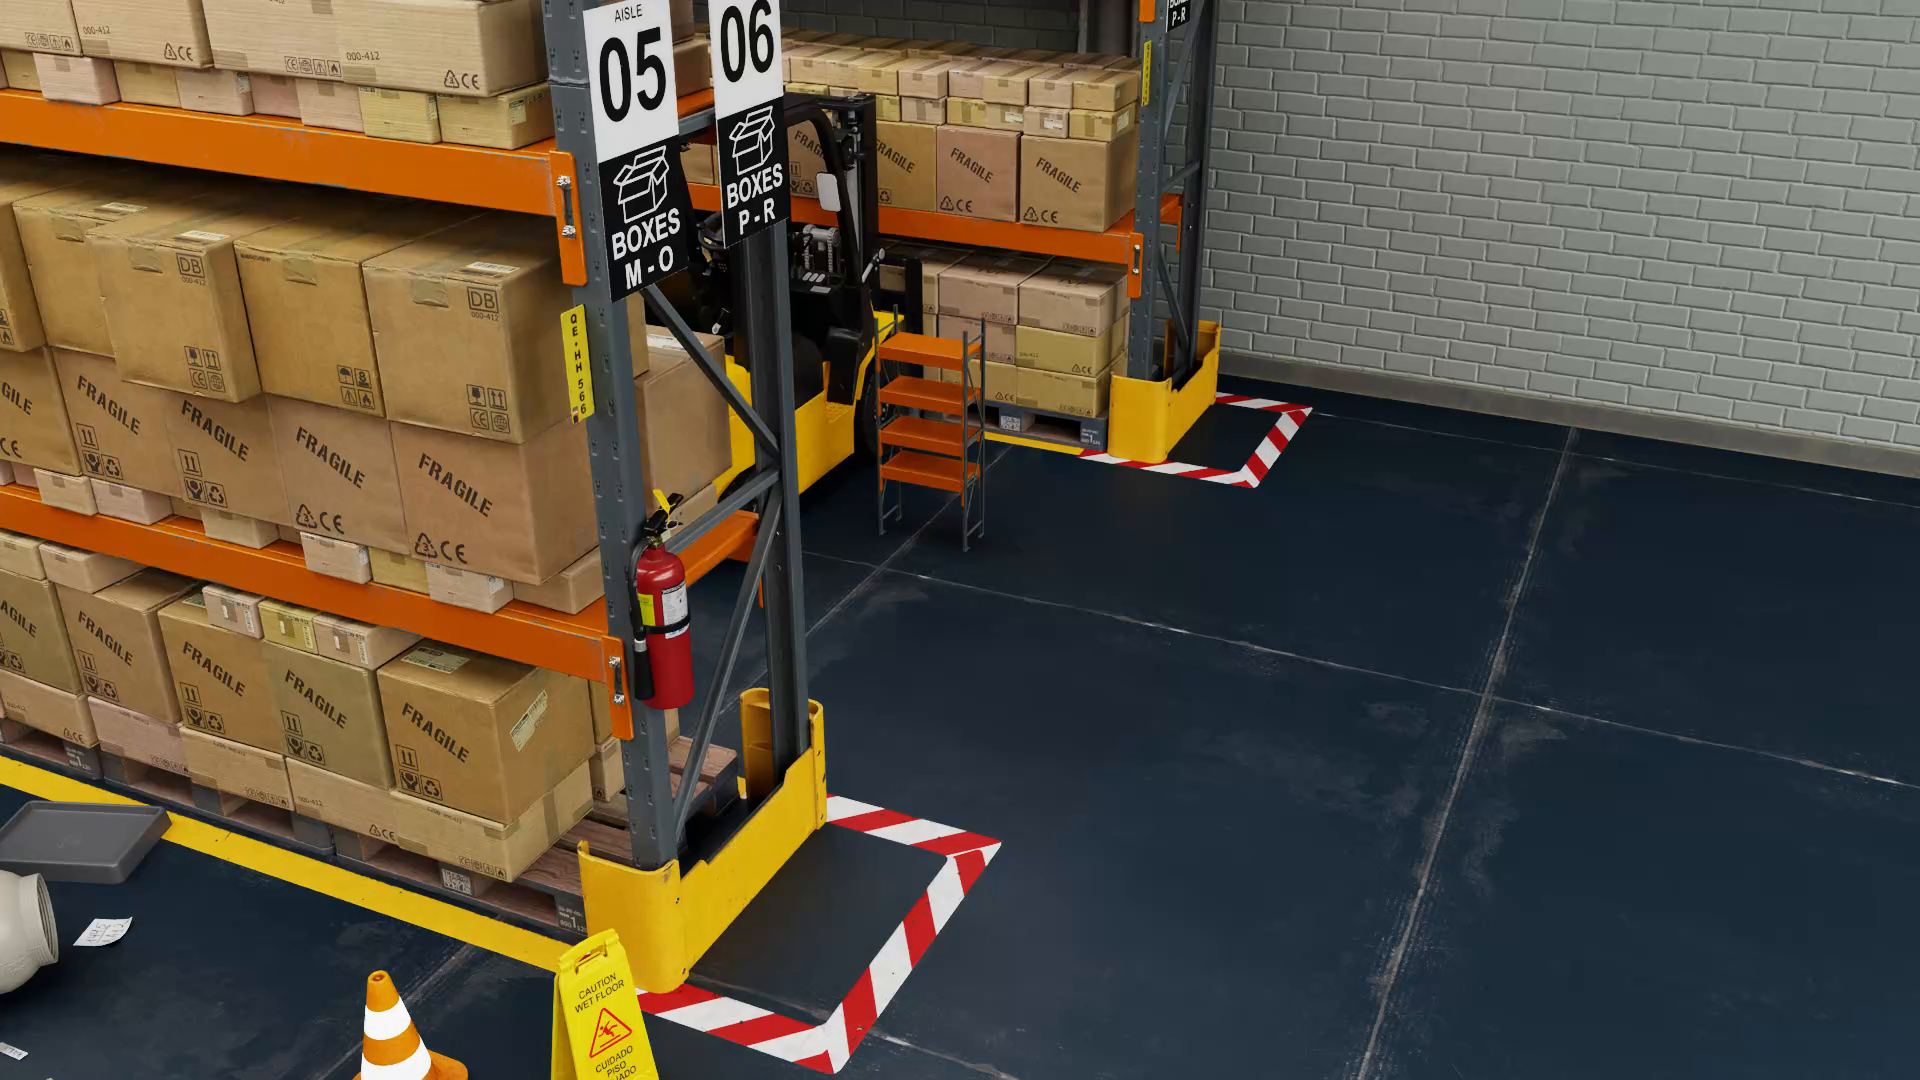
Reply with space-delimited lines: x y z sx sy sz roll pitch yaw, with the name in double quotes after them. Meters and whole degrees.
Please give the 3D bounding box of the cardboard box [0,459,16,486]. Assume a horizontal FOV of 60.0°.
-3.600 -0.364 6.377 0.250 0.149 0.380 12 29 23 "cardboard box"

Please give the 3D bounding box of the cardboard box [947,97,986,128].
0.114 -2.492 9.569 0.250 0.149 0.380 11 28 21 "cardboard box"

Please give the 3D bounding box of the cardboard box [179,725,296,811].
-2.623 0.762 6.444 0.500 0.250 0.500 10 28 20 "cardboard box"

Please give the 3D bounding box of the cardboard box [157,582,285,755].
-2.599 0.425 6.278 0.500 0.500 0.500 11 28 21 "cardboard box"

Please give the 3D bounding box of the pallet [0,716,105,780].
-3.844 0.576 7.342 1.213 0.211 1.003 11 28 22 "pallet"

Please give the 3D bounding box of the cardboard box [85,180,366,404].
-2.349 -0.832 5.463 0.500 0.500 0.700 11 28 21 "cardboard box"

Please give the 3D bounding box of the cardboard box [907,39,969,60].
-0.133 -2.947 10.155 0.250 0.149 0.380 11 28 21 "cardboard box"

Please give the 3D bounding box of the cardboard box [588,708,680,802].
-1.449 0.734 6.501 0.500 0.250 0.500 11 28 21 "cardboard box"

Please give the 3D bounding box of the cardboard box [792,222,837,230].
-0.969 -1.987 10.896 0.500 0.250 0.500 12 28 22 "cardboard box"

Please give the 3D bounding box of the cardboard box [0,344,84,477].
-3.267 -0.590 6.103 0.500 0.500 0.500 11 28 21 "cardboard box"

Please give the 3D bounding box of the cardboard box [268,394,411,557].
-1.891 -0.313 5.539 0.500 0.500 0.500 11 28 22 "cardboard box"

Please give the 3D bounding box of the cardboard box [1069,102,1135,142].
0.791 -2.336 9.251 0.250 0.149 0.380 12 29 23 "cardboard box"

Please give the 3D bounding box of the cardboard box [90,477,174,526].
-2.915 -0.212 6.069 0.250 0.149 0.380 11 28 22 "cardboard box"

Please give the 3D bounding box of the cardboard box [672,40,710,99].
-0.997 -1.477 5.242 0.250 0.149 0.380 11 28 22 "cardboard box"

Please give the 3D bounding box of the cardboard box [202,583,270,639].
-2.495 0.187 6.028 0.250 0.149 0.380 13 29 24 "cardboard box"

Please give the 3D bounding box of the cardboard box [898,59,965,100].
-0.157 -2.647 9.546 0.250 0.149 0.380 12 29 23 "cardboard box"

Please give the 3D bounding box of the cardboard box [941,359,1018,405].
0.215 -1.057 10.139 0.500 0.250 0.500 11 28 22 "cardboard box"

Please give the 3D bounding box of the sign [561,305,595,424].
-1.077 -0.494 4.689 0.005 0.325 0.100 11 28 22 "sign"

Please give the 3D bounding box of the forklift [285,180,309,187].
-3.456 -1.422 8.319 3.031 2.935 1.130 11 28 21 "forklift"

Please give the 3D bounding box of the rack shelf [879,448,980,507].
-0.151 -0.330 8.664 0.480 0.148 0.258 11 28 22 "rack shelf"

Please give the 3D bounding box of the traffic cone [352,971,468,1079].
-1.755 1.526 5.127 0.334 0.463 0.336 11 28 22 "traffic cone"

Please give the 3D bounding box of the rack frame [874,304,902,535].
-0.373 -0.613 8.637 0.015 1.200 0.240 11 28 22 "rack frame"

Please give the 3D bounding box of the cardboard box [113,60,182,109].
-2.424 -1.484 5.256 0.250 0.149 0.380 11 28 20 "cardboard box"

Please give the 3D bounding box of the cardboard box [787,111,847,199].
-0.732 -2.358 10.030 0.500 0.500 0.500 12 28 22 "cardboard box"

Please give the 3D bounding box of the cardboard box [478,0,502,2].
-1.259 -1.586 4.562 0.250 0.149 0.380 12 29 22 "cardboard box"

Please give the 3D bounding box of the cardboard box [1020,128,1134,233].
0.666 -2.078 9.462 0.500 0.500 0.500 11 28 21 "cardboard box"

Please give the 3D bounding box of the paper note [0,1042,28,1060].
-3.072 1.653 5.380 0.123 0.001 0.032 11 28 22 "paper note"

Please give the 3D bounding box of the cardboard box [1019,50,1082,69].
0.534 -2.770 9.795 0.250 0.149 0.380 12 29 23 "cardboard box"

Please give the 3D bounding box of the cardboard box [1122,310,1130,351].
0.880 -1.398 10.264 0.500 0.250 0.500 12 29 23 "cardboard box"

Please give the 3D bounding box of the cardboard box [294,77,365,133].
-1.738 -1.333 4.950 0.250 0.149 0.380 12 29 23 "cardboard box"

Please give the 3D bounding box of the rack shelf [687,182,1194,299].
-0.598 -2.092 10.418 4.000 0.370 1.077 11 28 22 "rack shelf"

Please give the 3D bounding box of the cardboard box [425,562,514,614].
-1.535 0.076 5.484 0.250 0.149 0.380 11 28 21 "cardboard box"

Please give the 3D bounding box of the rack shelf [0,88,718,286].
-2.650 -1.441 5.700 4.000 0.370 1.077 11 28 22 "rack shelf"

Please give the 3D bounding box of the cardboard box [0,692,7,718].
-4.045 0.478 7.021 0.500 0.250 0.500 10 28 19 "cardboard box"

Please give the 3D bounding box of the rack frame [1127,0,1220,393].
1.222 -2.049 9.516 0.127 3.000 1.000 11 28 22 "rack frame"

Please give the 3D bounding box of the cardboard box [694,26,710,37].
-1.546 -3.207 10.684 0.250 0.149 0.380 11 28 21 "cardboard box"

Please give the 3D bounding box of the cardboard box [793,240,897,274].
-0.715 -1.686 10.284 0.500 0.250 0.500 11 28 21 "cardboard box"

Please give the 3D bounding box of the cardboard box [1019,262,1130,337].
0.674 -1.411 9.726 0.500 0.250 0.500 12 29 24 "cardboard box"

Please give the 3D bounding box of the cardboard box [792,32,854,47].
-0.851 -3.066 10.397 0.250 0.149 0.380 11 28 21 "cardboard box"

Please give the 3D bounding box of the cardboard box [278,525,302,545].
-2.181 -0.118 5.877 0.250 0.149 0.380 12 29 23 "cardboard box"

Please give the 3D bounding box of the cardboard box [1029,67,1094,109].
0.571 -2.532 9.312 0.250 0.149 0.380 11 28 22 "cardboard box"

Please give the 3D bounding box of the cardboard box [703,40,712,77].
-1.548 -2.929 10.119 0.250 0.149 0.380 12 29 23 "cardboard box"

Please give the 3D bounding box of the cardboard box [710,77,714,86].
-1.321 -2.746 10.083 0.250 0.149 0.380 11 28 21 "cardboard box"

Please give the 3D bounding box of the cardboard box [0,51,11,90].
-3.151 -1.590 5.473 0.250 0.149 0.380 11 28 21 "cardboard box"

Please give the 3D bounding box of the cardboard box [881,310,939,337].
-0.281 -1.373 10.215 0.500 0.250 0.500 11 28 21 "cardboard box"

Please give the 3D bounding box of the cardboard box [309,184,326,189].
-4.900 -2.399 12.440 0.625 0.625 0.875 12 29 23 "cardboard box"

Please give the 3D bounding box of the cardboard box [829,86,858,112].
-0.577 -2.642 9.873 0.250 0.149 0.380 11 28 21 "cardboard box"

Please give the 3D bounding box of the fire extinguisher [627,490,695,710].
-0.916 0.188 5.059 0.183 0.674 0.296 11 28 22 "fire extinguisher"

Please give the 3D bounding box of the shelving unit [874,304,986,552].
-0.151 -0.569 8.546 0.503 1.200 0.258 11 28 22 "shelving unit"

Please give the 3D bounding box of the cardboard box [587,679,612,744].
-1.471 0.393 6.344 0.500 0.500 0.500 10 28 20 "cardboard box"

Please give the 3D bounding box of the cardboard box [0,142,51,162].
-3.704 -1.141 6.090 0.500 0.500 0.700 12 28 22 "cardboard box"

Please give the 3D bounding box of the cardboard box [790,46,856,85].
-0.812 -2.830 9.918 0.250 0.149 0.380 11 28 22 "cardboard box"

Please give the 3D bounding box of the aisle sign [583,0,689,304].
-0.893 -1.091 4.627 0.004 0.787 0.394 11 28 22 "aisle sign"

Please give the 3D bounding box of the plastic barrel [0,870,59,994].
-3.336 1.334 5.560 0.512 0.421 0.421 -12 29 -23 "plastic barrel"

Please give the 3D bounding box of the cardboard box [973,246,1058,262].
0.407 -1.706 10.325 0.500 0.250 0.500 11 28 22 "cardboard box"

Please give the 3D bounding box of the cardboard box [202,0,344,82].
-1.858 -1.548 4.934 0.500 0.250 0.500 11 28 21 "cardboard box"
